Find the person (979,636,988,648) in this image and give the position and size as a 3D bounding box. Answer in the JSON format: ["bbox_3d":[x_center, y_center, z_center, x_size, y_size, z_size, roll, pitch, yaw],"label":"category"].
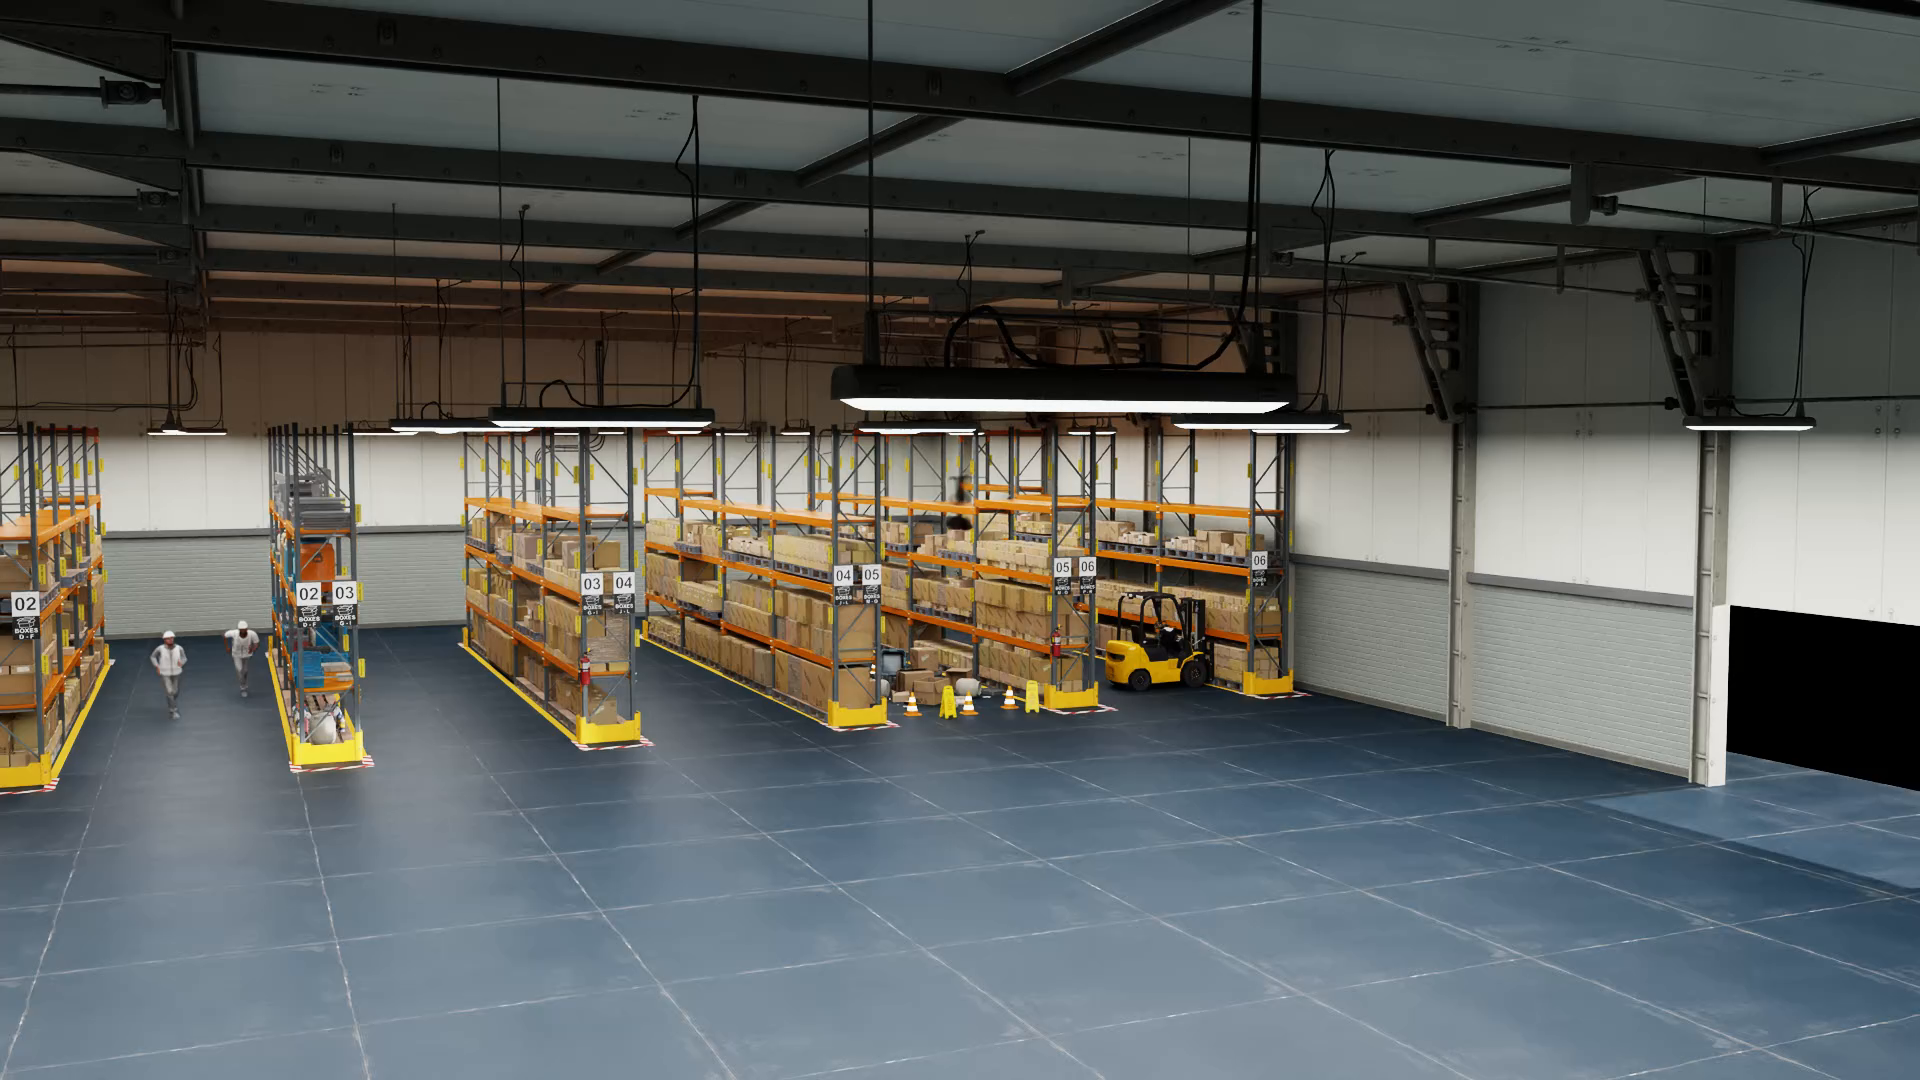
[{"bbox_3d":[0.590,2.246,43.676,0.627,1.700,0.760,-2,4,-32],"label":"person"}]

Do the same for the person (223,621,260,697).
[{"bbox_3d":[-16.062,2.636,37.196,0.746,1.715,1.060,-2,4,-25],"label":"person"}]

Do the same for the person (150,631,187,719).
[{"bbox_3d":[-16.211,2.746,34.112,0.668,1.773,0.869,-3,4,-38],"label":"person"}]
